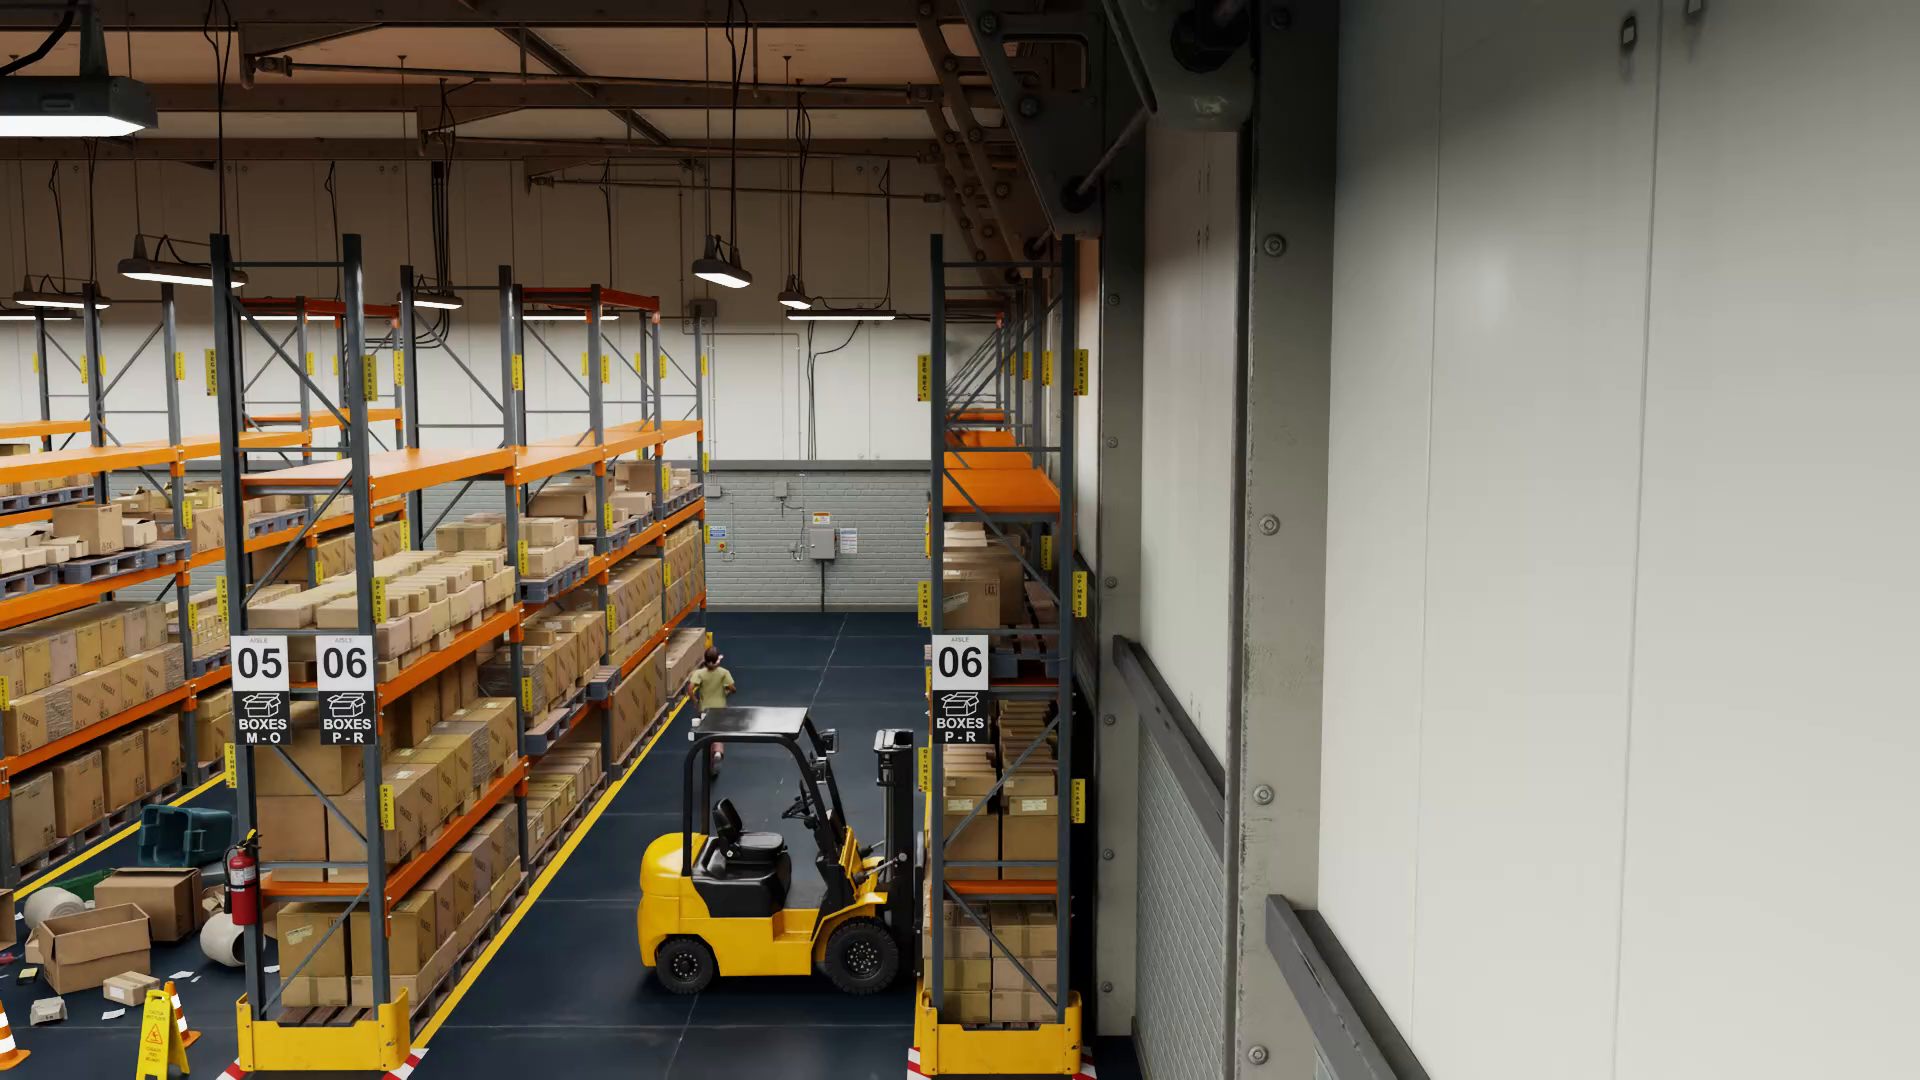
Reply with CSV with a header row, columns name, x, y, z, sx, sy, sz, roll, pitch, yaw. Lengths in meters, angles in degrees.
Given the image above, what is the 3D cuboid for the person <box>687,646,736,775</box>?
name,x,y,z,sx,sy,sz,roll,pitch,yaw
person,-3.025,2.134,20.294,0.589,1.670,0.795,-1,6,-9
